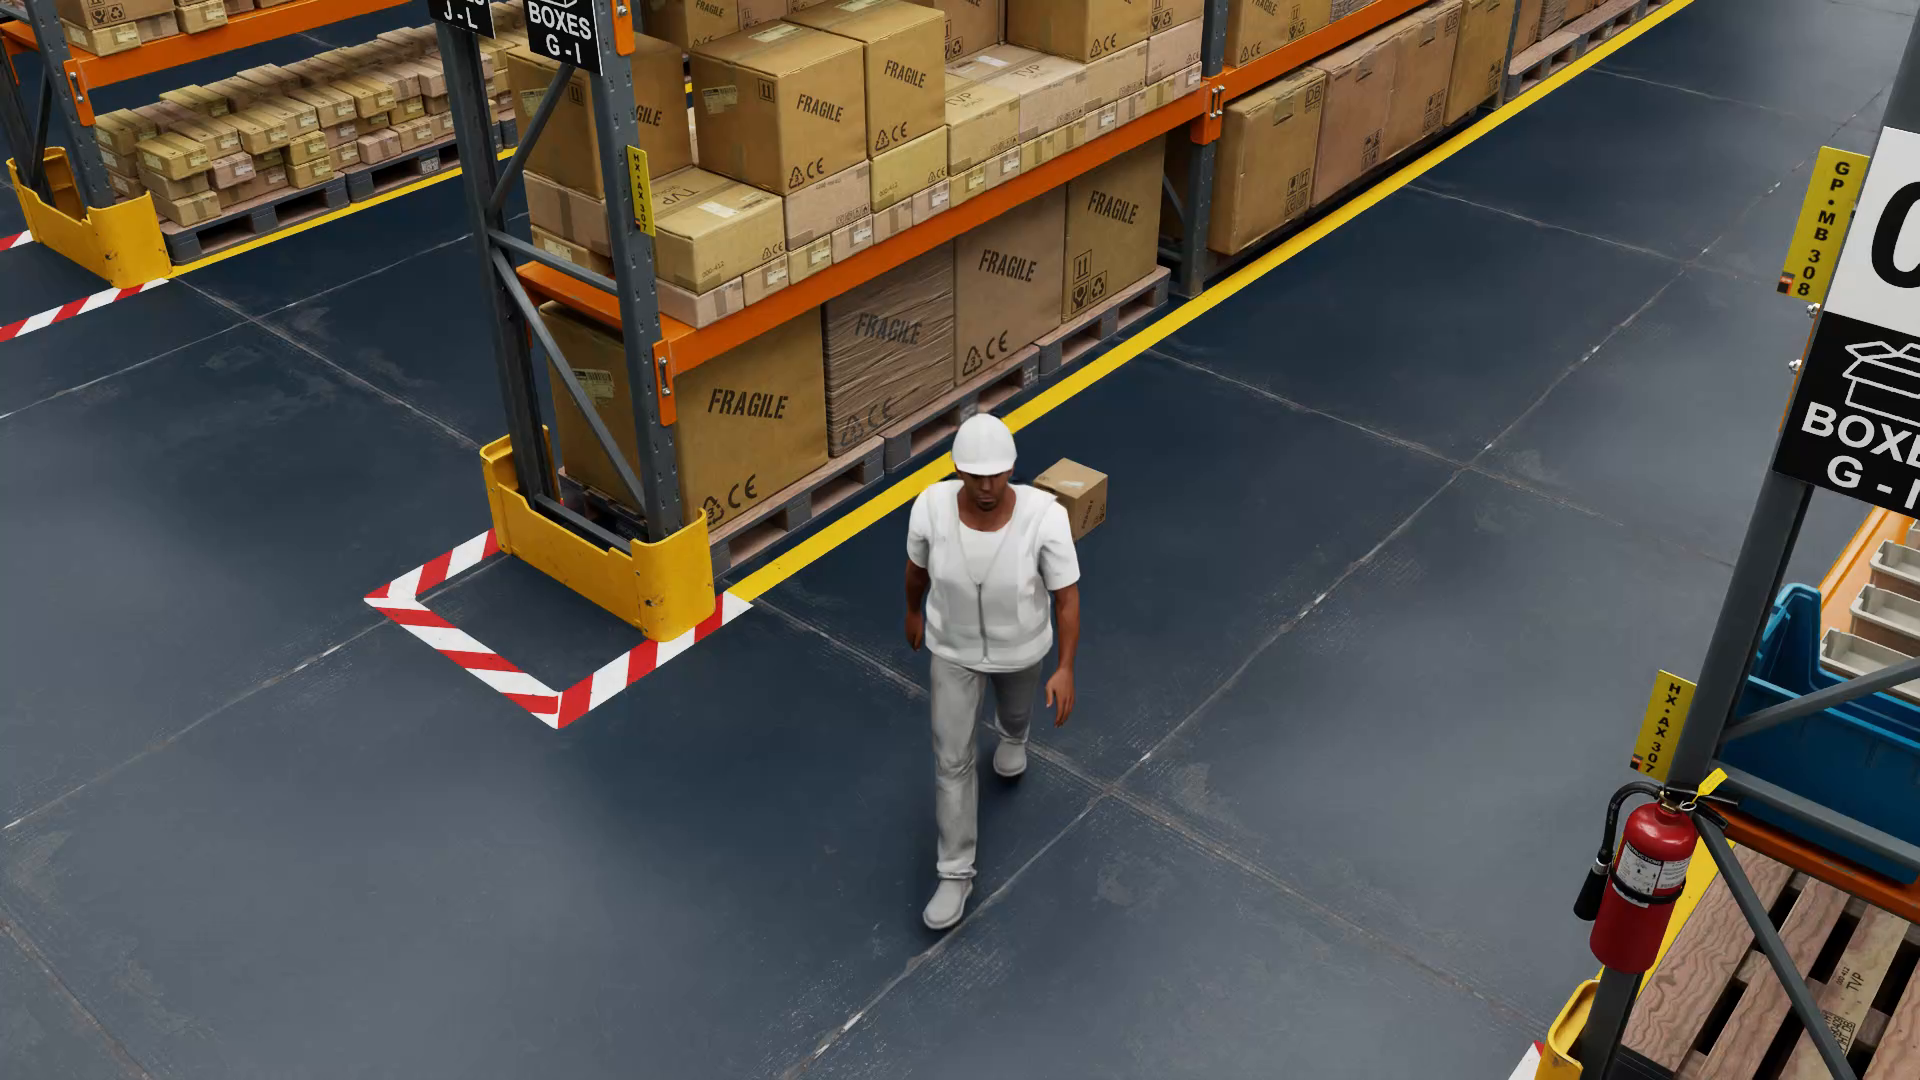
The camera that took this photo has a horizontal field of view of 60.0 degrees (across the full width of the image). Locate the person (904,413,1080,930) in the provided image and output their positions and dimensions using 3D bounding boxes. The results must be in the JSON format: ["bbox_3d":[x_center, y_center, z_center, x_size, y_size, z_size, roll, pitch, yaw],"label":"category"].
[{"bbox_3d":[0.094,0.370,5.592,0.610,1.708,1.090,2,35,3],"label":"person"}]
